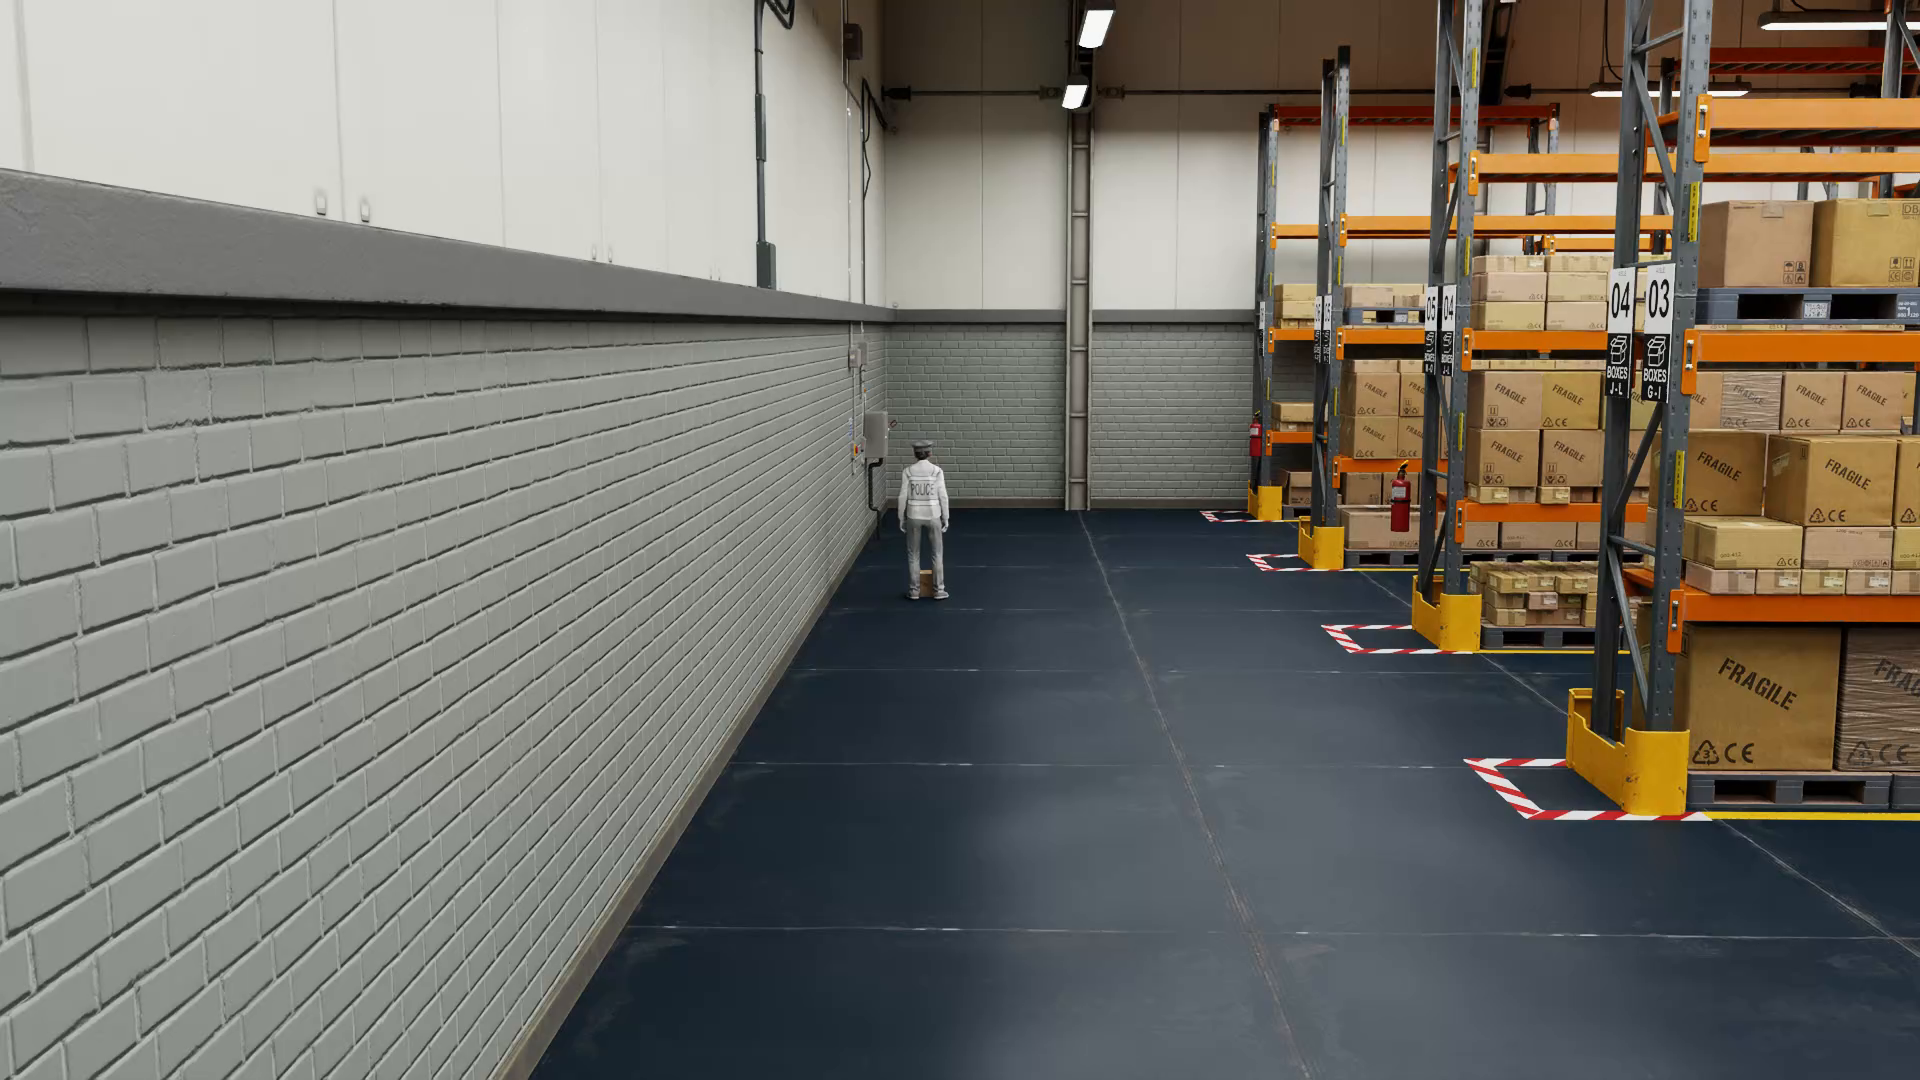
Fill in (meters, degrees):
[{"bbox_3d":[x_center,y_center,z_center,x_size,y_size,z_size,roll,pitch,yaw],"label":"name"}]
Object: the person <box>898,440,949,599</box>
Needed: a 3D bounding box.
[{"bbox_3d":[-0.379,-0.206,17.367,0.530,1.663,0.371,0,7,2],"label":"person"}]
